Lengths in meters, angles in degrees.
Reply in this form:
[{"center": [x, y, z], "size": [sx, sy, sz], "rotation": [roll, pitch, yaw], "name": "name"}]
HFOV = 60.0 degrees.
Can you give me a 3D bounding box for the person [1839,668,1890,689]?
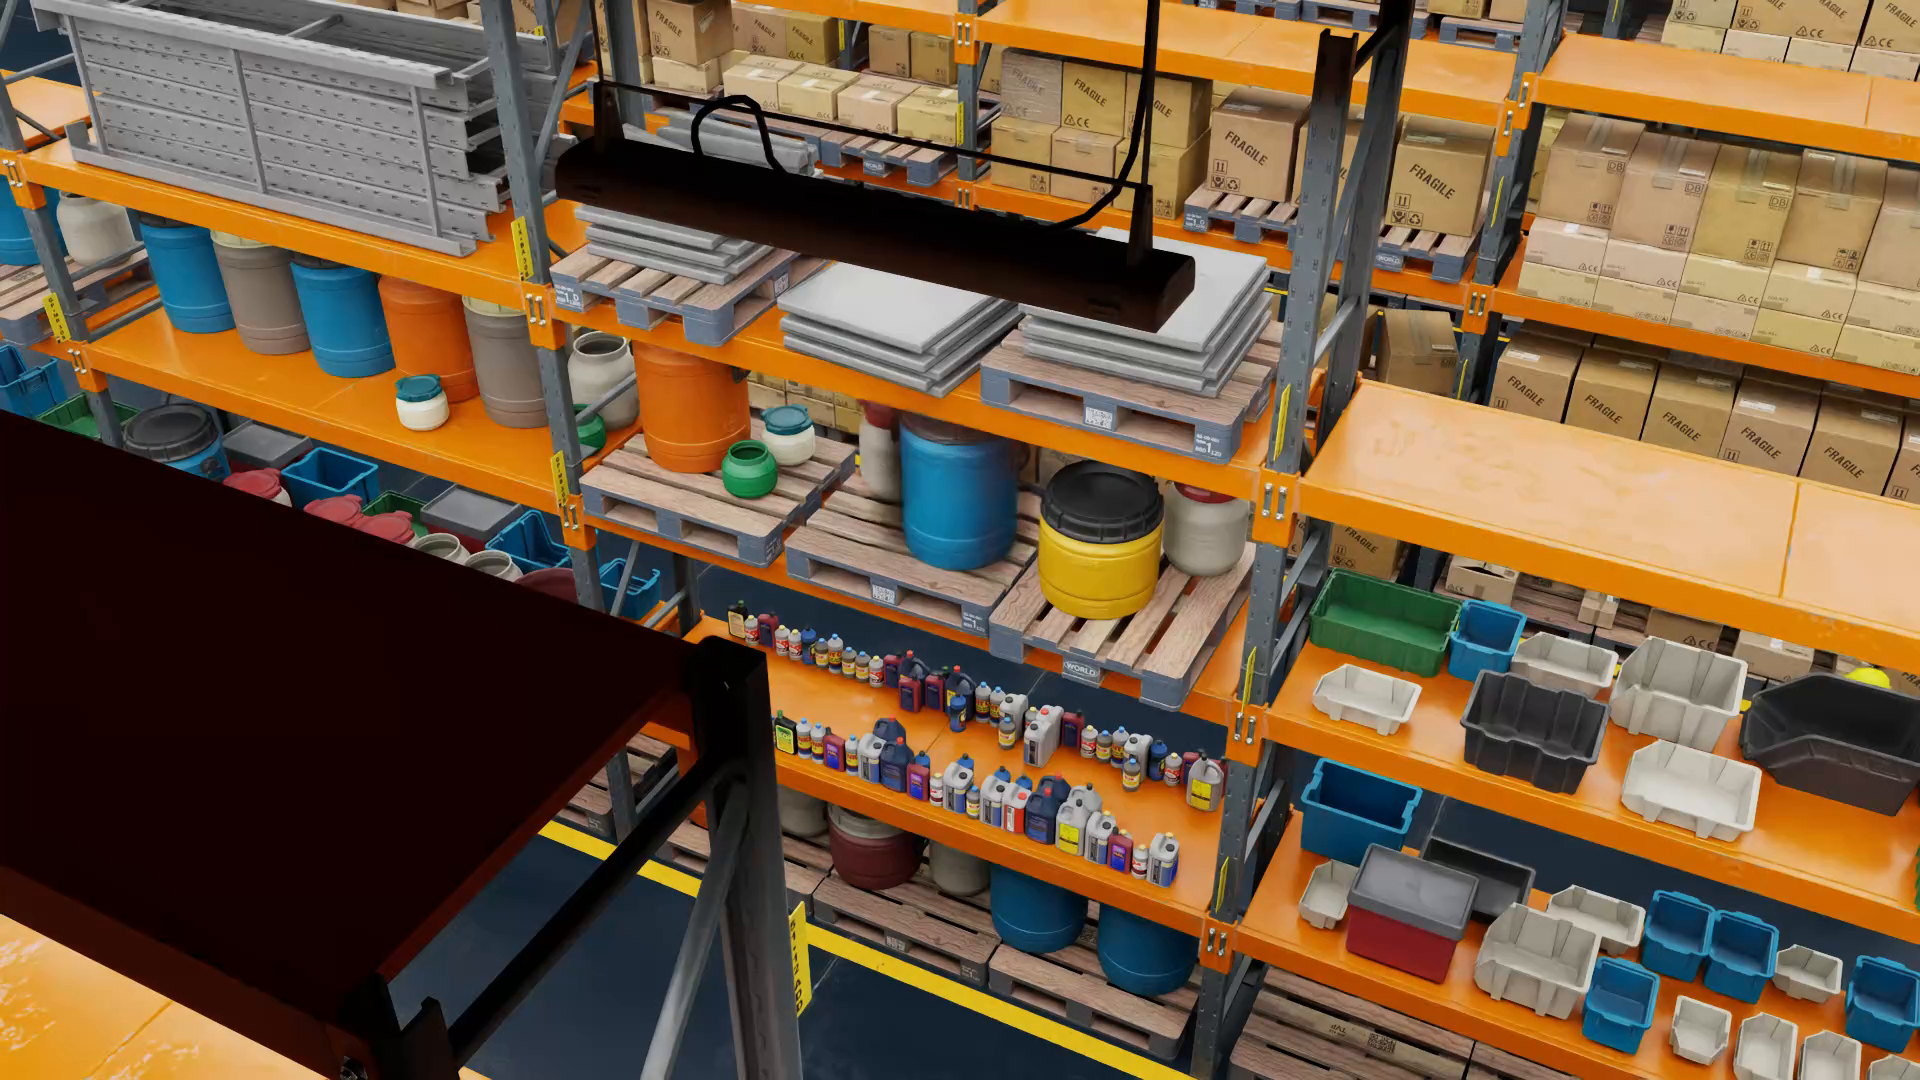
[{"center": [5.331, 1.475, 10.266], "size": [1.105, 1.706, 0.593], "rotation": [9, 36, 13], "name": "person"}]
